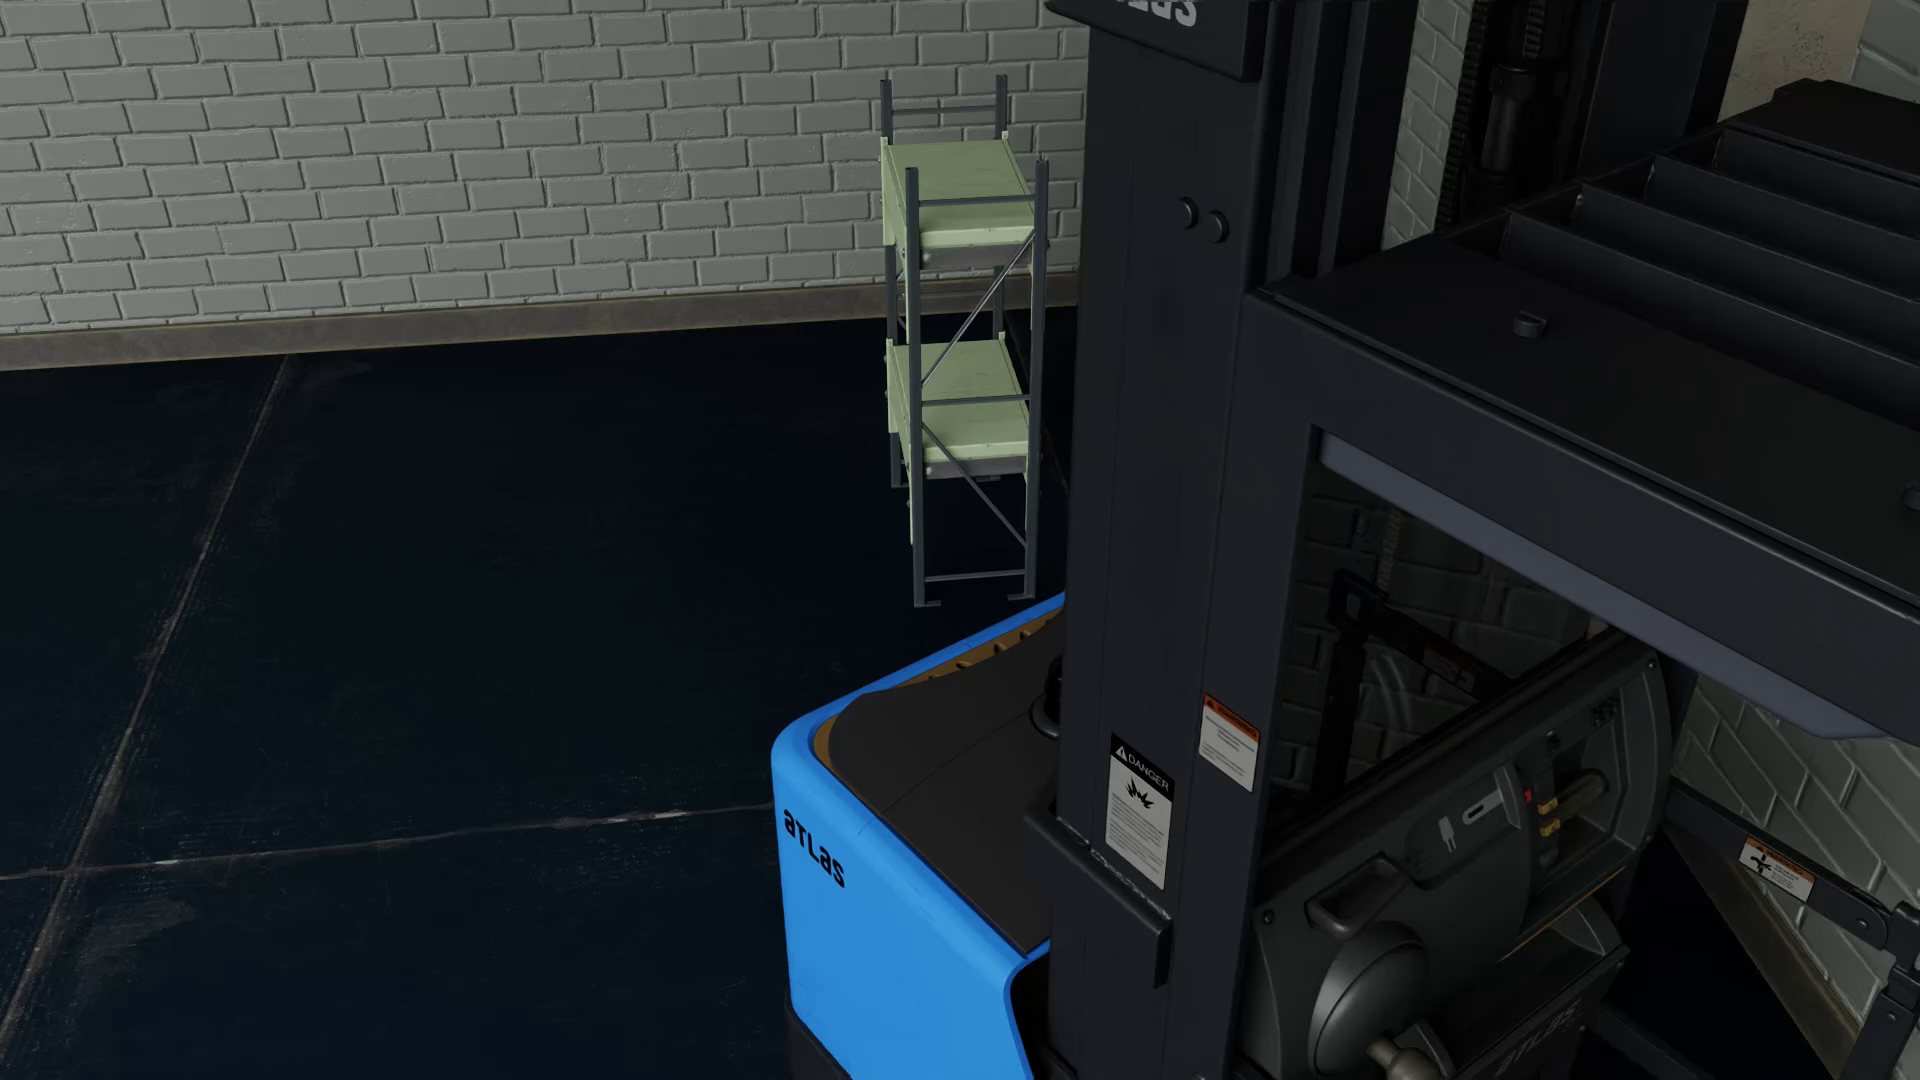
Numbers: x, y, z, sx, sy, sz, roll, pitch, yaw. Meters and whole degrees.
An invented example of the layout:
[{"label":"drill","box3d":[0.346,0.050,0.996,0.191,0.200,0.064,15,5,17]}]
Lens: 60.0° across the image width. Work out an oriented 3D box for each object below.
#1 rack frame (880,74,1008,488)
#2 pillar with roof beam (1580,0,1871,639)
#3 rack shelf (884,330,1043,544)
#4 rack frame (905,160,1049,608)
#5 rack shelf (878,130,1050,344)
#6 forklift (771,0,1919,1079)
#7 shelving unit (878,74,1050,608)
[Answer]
[{"label":"rack frame","box3d":[-0.050,-0.828,5.633,0.400,1.500,0.023,-4,35,-6]},{"label":"pillar with roof beam","box3d":[-2.503,-2.822,1.900,9.100,9.000,0.400,-4,35,-6]},{"label":"rack shelf","box3d":[-0.001,-0.354,5.517,0.431,0.370,0.720,-4,35,-6]},{"label":"rack frame","box3d":[0.048,-0.419,5.033,0.400,1.500,0.023,-4,35,-6]},{"label":"rack shelf","box3d":[-0.001,-0.946,5.113,0.431,0.370,0.720,-4,35,-6]},{"label":"forklift","box3d":[0.906,0.544,2.349,1.130,2.935,3.031,-24,41,-30]},{"label":"shelving unit","box3d":[-0.001,-0.623,5.333,0.431,1.500,0.755,-4,35,-6]}]
